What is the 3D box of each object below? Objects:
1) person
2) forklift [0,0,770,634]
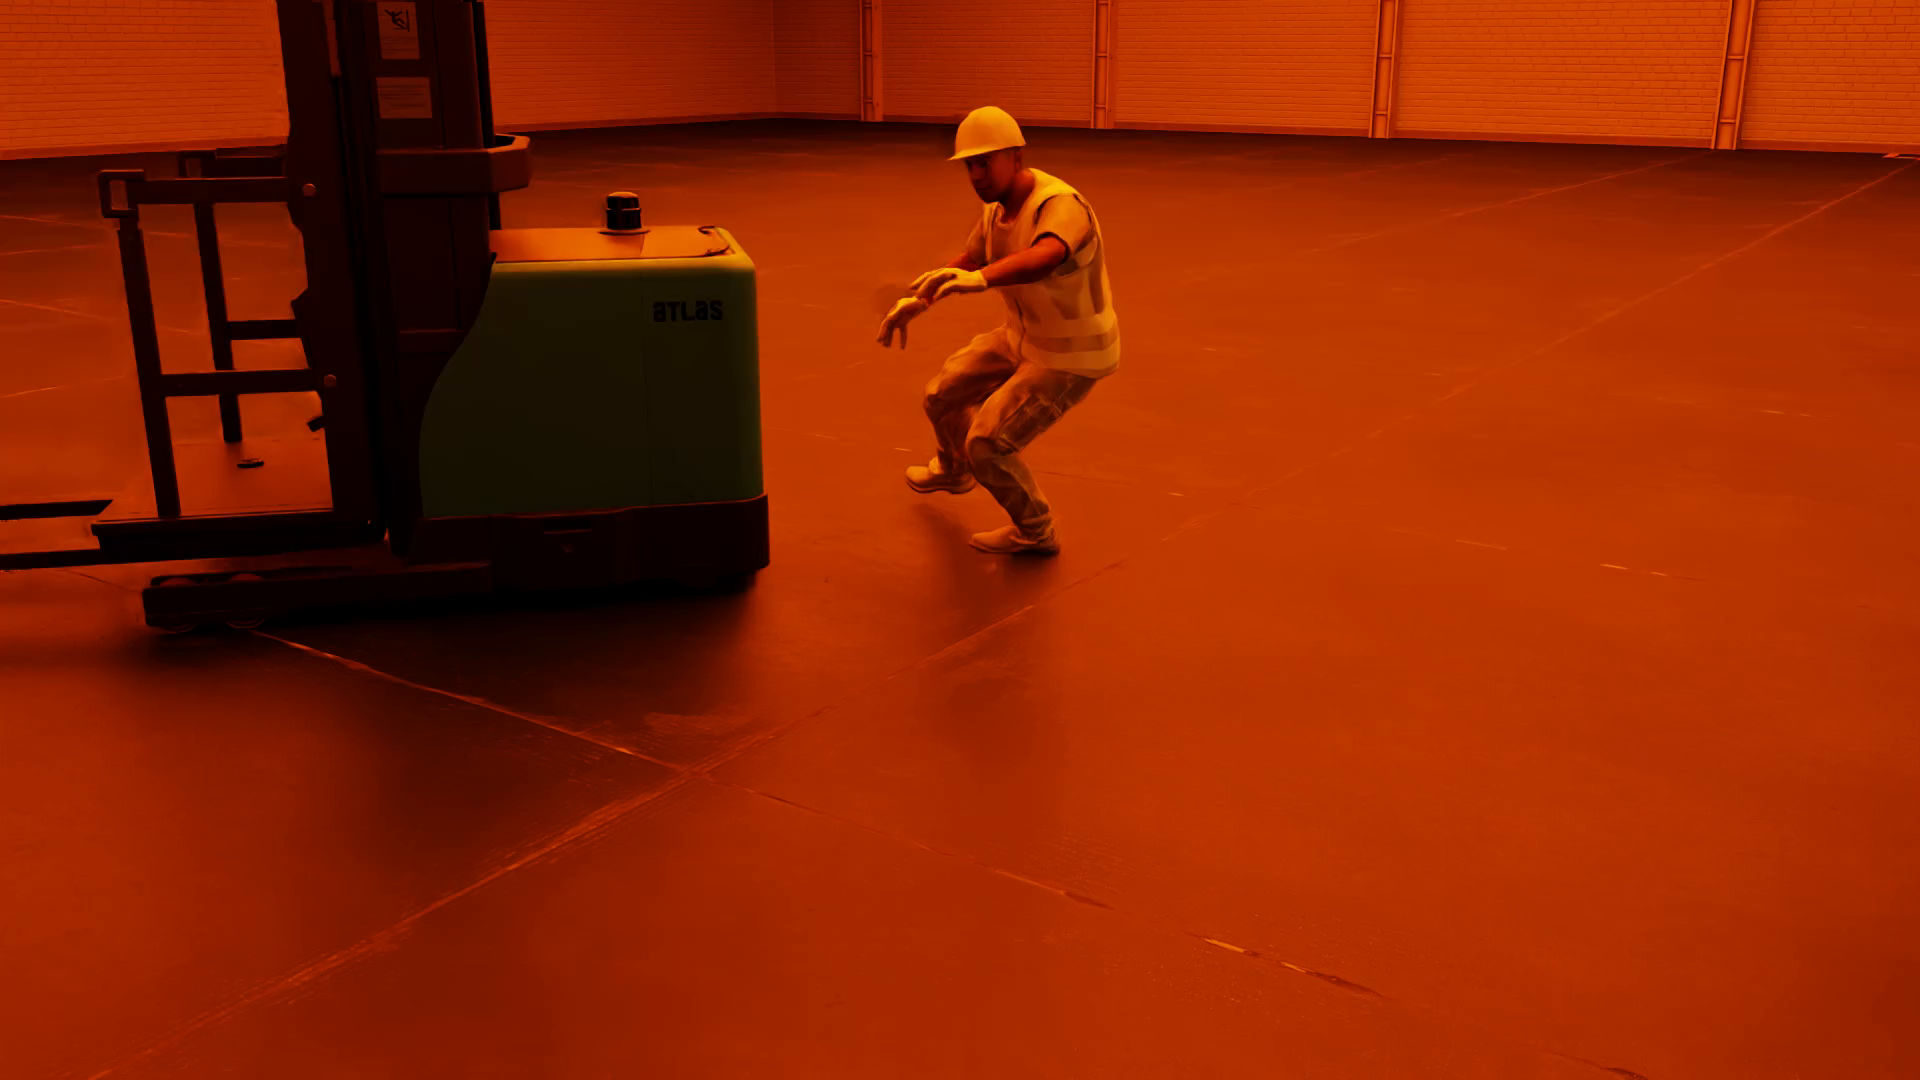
[{"bbox_3d":[0.010,-0.664,5.556,0.931,1.530,1.308,-8,19,-26],"label":"person"},{"bbox_3d":[-2.194,-1.287,5.137,3.031,2.935,1.130,-4,17,-12],"label":"forklift"}]
